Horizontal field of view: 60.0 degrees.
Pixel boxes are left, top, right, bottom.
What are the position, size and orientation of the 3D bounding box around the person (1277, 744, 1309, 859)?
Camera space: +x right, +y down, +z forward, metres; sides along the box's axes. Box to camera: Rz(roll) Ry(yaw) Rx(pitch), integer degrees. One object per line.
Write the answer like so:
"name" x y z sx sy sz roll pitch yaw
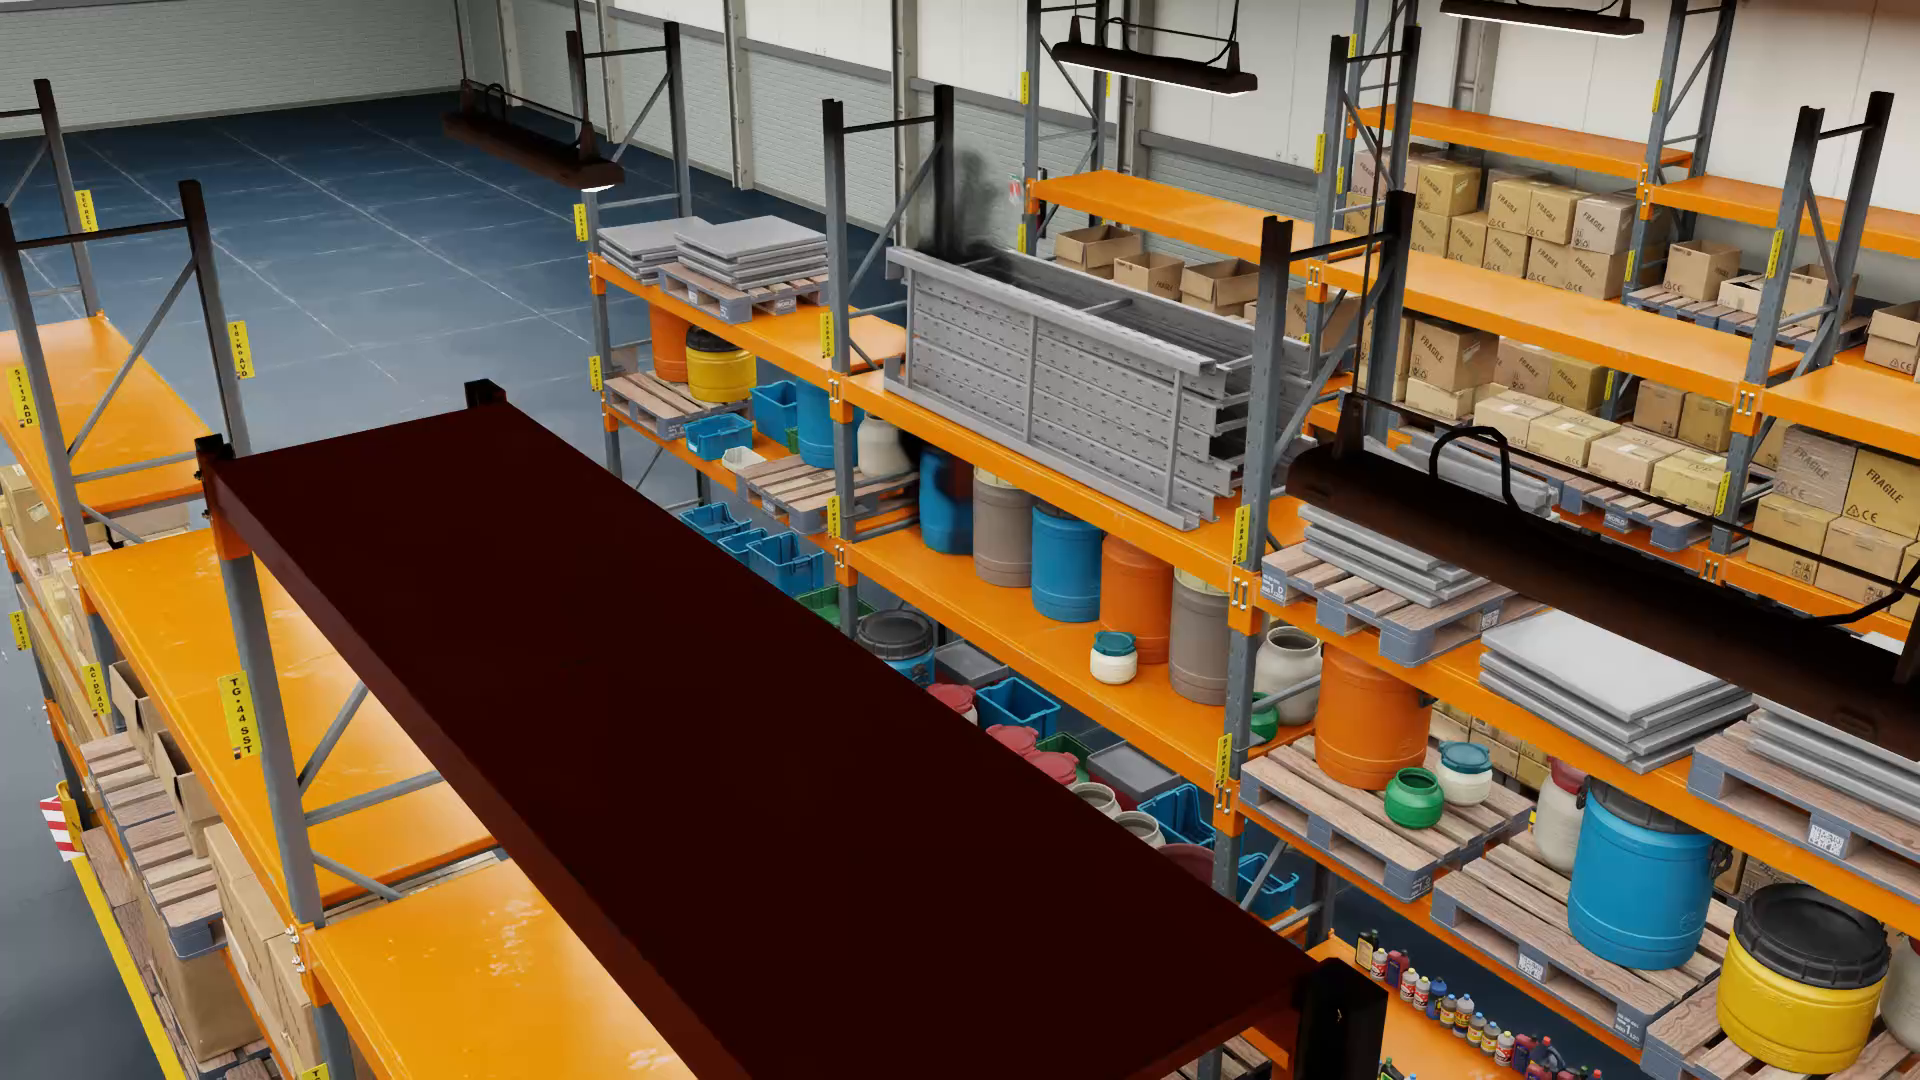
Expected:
"person" 2.558 1.638 12.774 0.649 1.694 0.712 -18 30 -34
